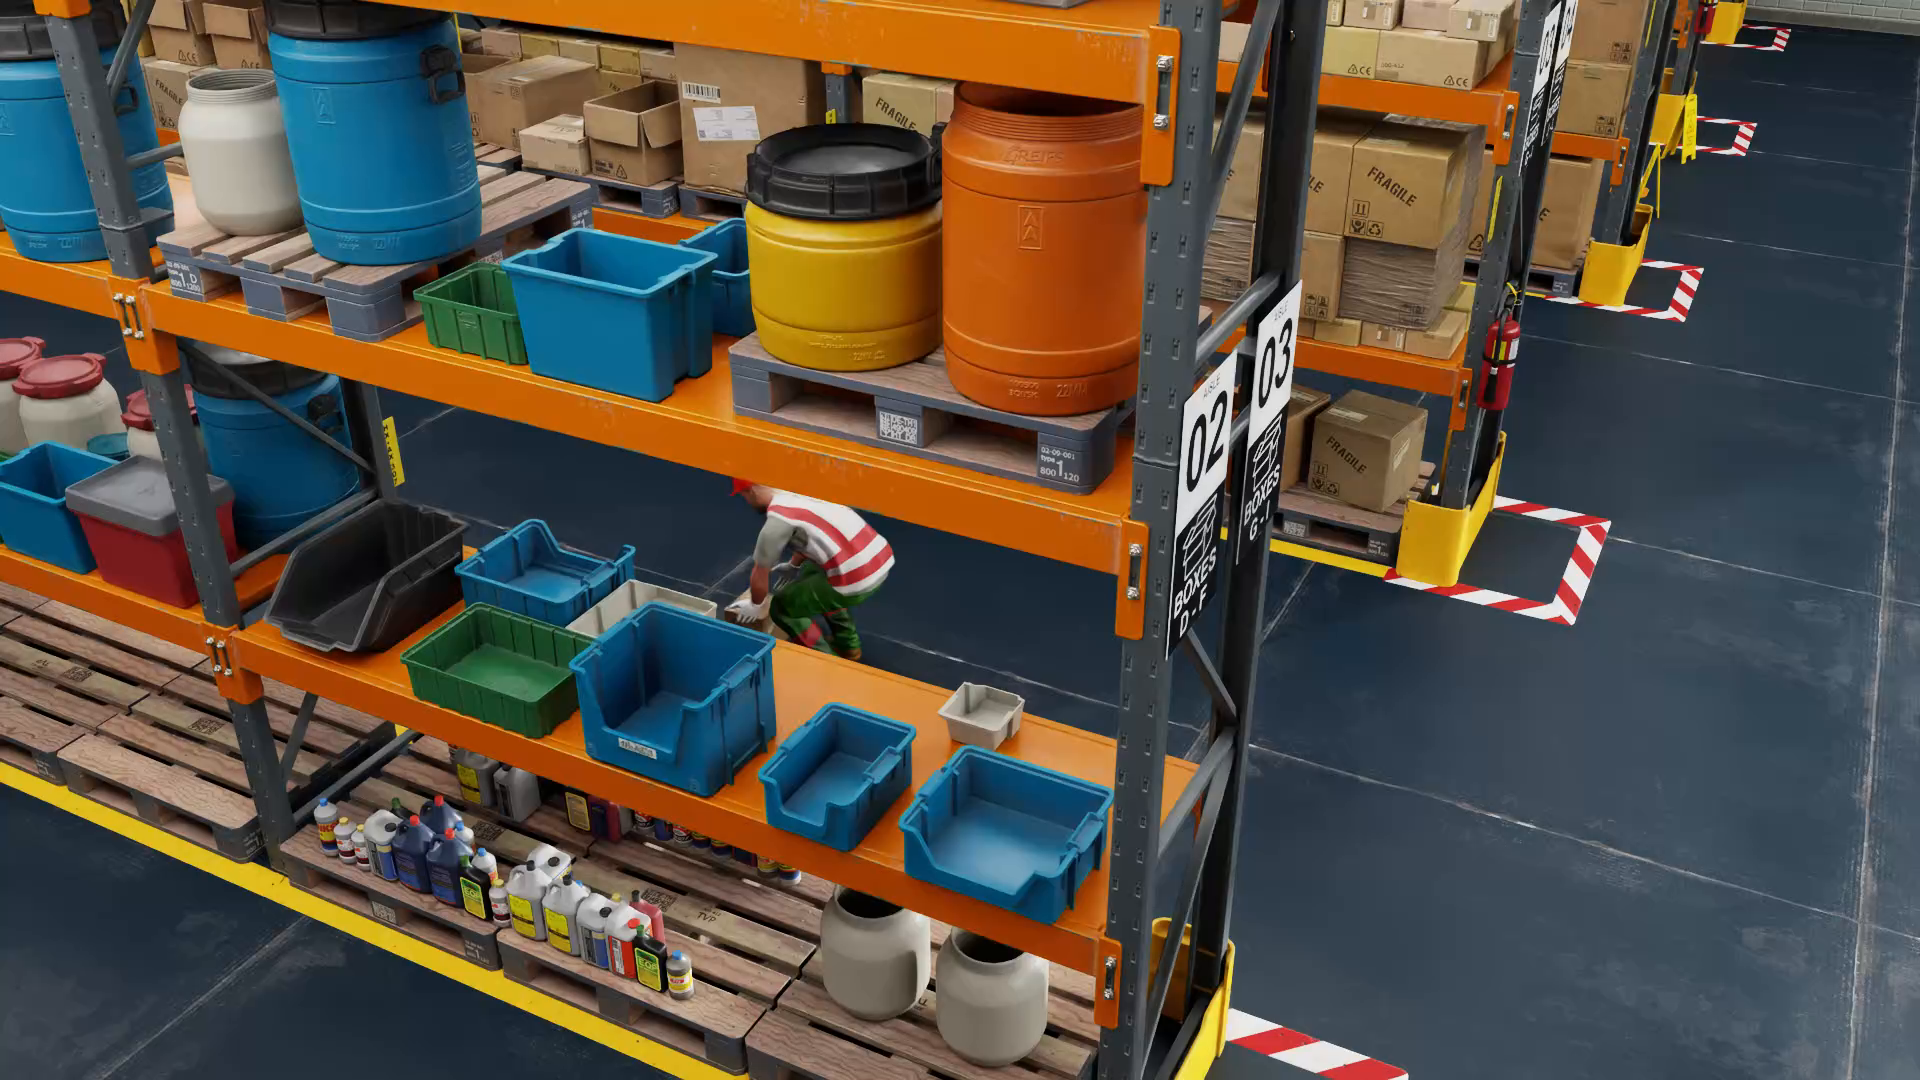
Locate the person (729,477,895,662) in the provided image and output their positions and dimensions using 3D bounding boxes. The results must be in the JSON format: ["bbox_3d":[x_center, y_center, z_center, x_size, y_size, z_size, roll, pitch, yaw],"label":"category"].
[{"bbox_3d":[-0.779,0.162,8.610,0.852,1.172,0.580,14,33,23],"label":"person"}]
